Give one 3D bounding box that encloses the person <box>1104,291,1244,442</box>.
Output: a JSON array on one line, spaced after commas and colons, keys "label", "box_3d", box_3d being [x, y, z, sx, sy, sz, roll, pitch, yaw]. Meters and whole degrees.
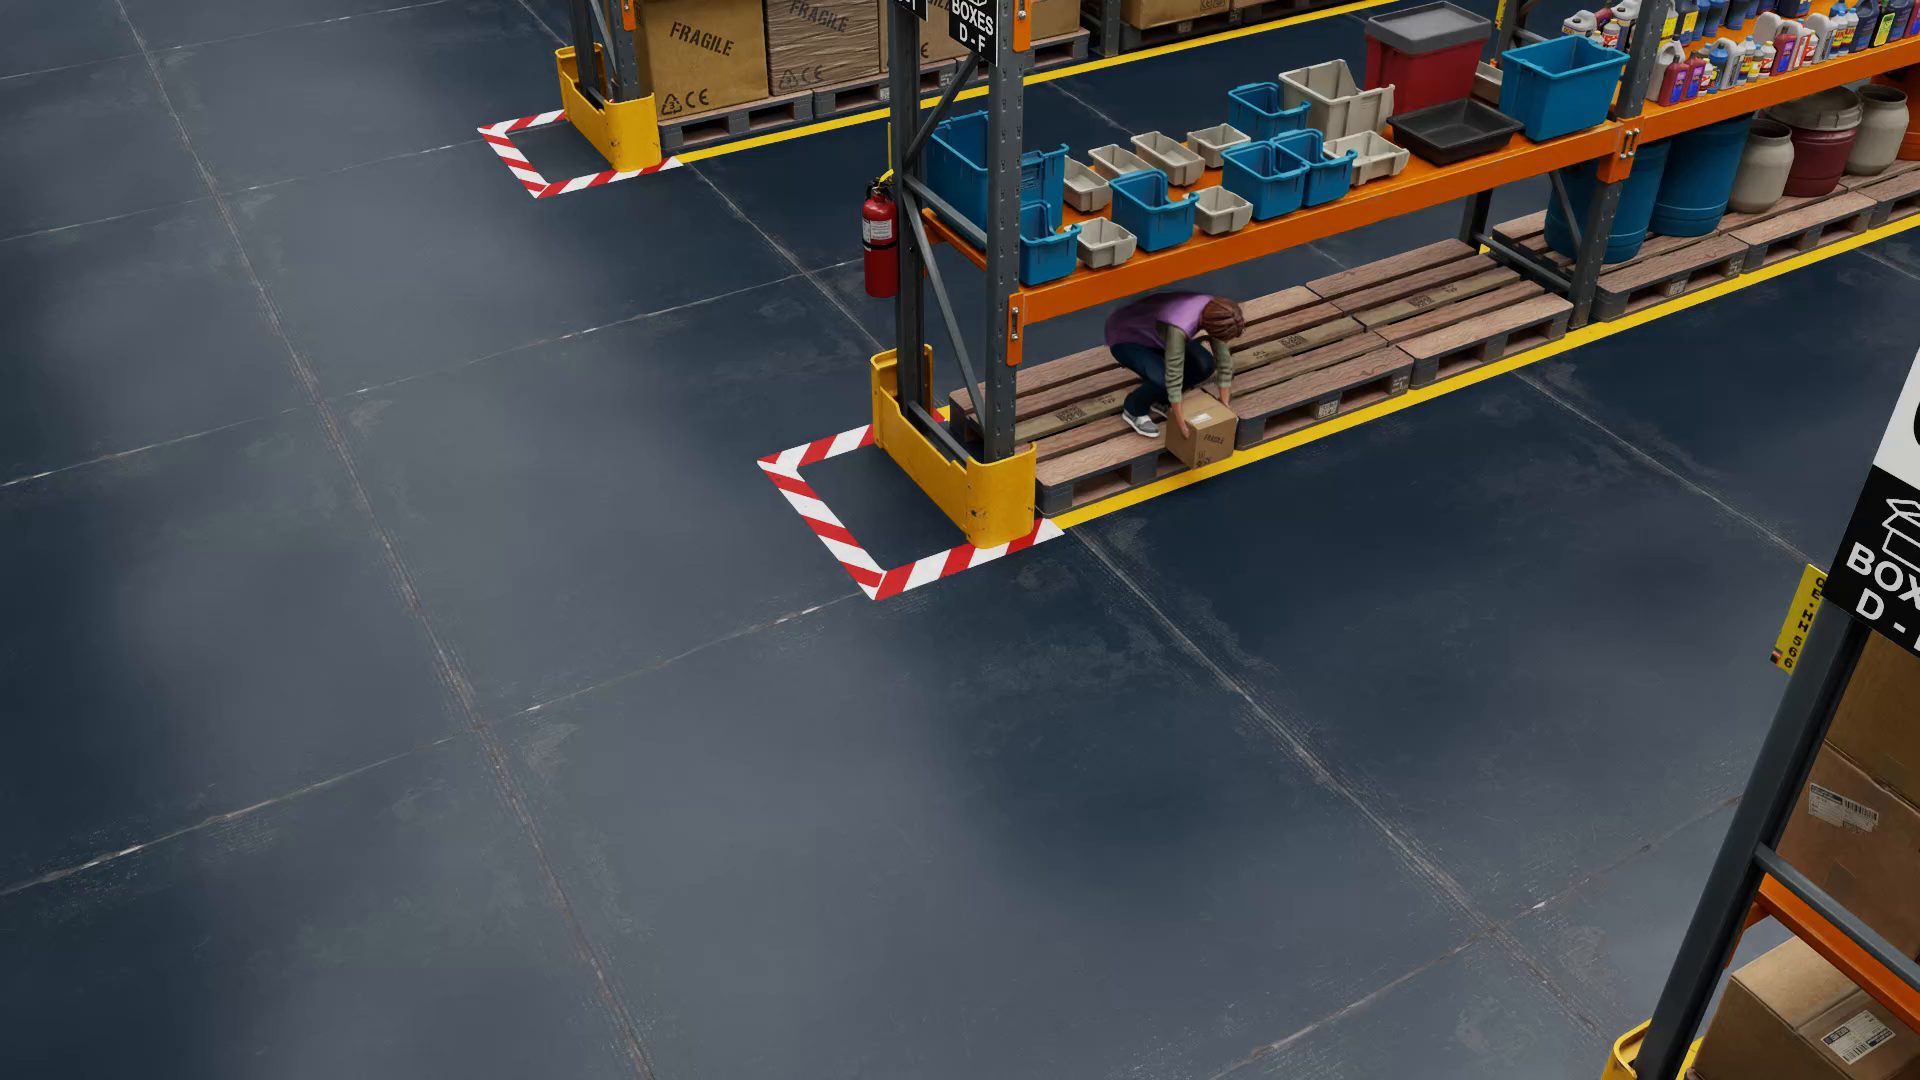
[{"label": "person", "box_3d": [1.079, -0.935, 8.427, 0.440, 0.860, 0.793, -24, 43, -28]}]
